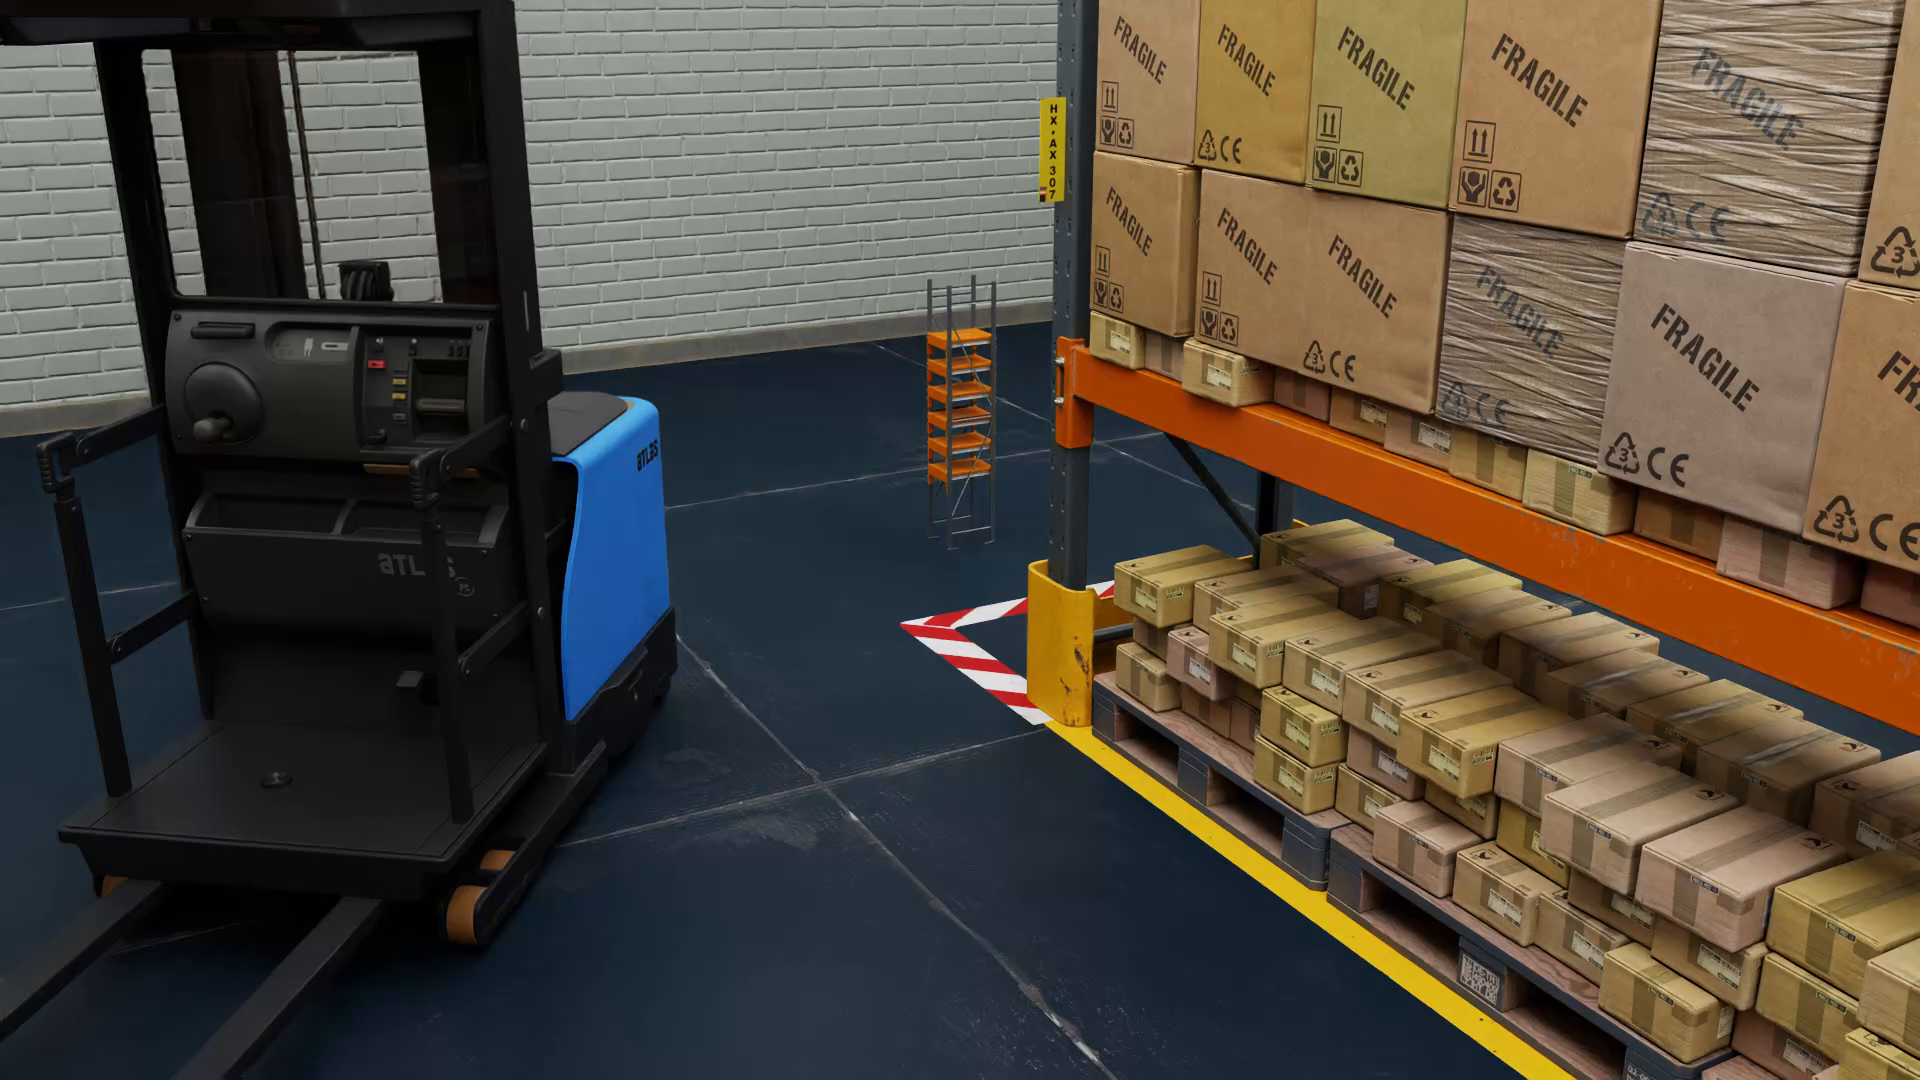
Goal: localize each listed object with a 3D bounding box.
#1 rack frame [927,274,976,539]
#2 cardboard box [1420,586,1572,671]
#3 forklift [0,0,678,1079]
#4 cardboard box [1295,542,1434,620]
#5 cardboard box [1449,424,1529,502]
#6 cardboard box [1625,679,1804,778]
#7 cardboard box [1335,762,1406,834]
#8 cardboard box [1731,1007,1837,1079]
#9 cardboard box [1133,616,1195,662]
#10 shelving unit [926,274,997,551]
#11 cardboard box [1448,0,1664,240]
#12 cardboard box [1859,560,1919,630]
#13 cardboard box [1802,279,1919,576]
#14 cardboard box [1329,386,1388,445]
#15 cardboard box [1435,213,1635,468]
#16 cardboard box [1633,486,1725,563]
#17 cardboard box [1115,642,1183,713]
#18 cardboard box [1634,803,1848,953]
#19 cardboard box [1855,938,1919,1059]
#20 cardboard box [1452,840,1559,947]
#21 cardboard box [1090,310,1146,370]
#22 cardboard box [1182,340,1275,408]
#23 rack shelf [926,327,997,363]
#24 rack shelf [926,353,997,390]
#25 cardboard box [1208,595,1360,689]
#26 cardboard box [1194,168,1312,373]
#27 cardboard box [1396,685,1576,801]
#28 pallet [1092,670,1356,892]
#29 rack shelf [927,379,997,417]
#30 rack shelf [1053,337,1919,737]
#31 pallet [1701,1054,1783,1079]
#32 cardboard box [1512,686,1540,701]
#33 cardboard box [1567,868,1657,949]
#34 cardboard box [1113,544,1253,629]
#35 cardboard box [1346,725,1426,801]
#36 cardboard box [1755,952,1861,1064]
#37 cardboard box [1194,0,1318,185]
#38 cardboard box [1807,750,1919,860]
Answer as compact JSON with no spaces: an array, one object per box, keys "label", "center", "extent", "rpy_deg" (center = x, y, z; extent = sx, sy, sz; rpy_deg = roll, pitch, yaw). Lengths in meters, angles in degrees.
[{"label":"rack frame","center":[-0.037,-0.589,7.500],"extent":[0.240,1.200,0.006],"rpy_deg":[-10,21,-27]},{"label":"cardboard box","center":[1.621,0.278,5.043],"extent":[0.380,0.149,0.250],"rpy_deg":[-11,22,-29]},{"label":"forklift","center":[-1.760,-0.417,4.347],"extent":[1.130,2.935,3.031],"rpy_deg":[3,19,8]},{"label":"cardboard box","center":[1.319,0.139,5.445],"extent":[0.380,0.149,0.250],"rpy_deg":[-10,21,-26]},{"label":"cardboard box","center":[1.427,-0.220,4.057],"extent":[0.380,0.149,0.250],"rpy_deg":[-9,21,-25]},{"label":"cardboard box","center":[1.975,0.510,4.370],"extent":[0.380,0.149,0.250],"rpy_deg":[-10,21,-26]},{"label":"cardboard box","center":[1.293,0.708,4.709],"extent":[0.380,0.149,0.250],"rpy_deg":[-10,21,-27]},{"label":"cardboard box","center":[1.939,1.067,3.668],"extent":[0.380,0.149,0.250],"rpy_deg":[-11,22,-28]},{"label":"cardboard box","center":[0.799,0.276,5.504],"extent":[0.380,0.149,0.250],"rpy_deg":[-9,21,-24]},{"label":"shelving unit","center":[0.007,-0.563,7.424],"extent":[0.258,1.200,0.189],"rpy_deg":[-10,21,-27]},{"label":"cardboard box","center":[1.473,-0.971,3.705],"extent":[0.500,0.500,0.500],"rpy_deg":[-11,22,-28]},{"label":"cardboard box","center":[1.979,0.071,3.213],"extent":[0.380,0.149,0.250],"rpy_deg":[-11,22,-28]},{"label":"cardboard box","center":[1.952,-0.207,3.023],"extent":[0.500,0.500,0.500],"rpy_deg":[-11,22,-28]},{"label":"cardboard box","center":[1.230,-0.373,4.500],"extent":[0.380,0.149,0.250],"rpy_deg":[-10,22,-27]},{"label":"cardboard box","center":[1.492,-0.501,3.877],"extent":[0.500,0.500,0.500],"rpy_deg":[-11,22,-28]},{"label":"cardboard box","center":[1.711,-0.077,3.642],"extent":[0.380,0.149,0.250],"rpy_deg":[-10,22,-27]},{"label":"cardboard box","center":[0.743,0.426,5.524],"extent":[0.380,0.149,0.250],"rpy_deg":[-10,21,-26]},{"label":"cardboard box","center":[1.732,0.744,3.692],"extent":[0.380,0.149,0.250],"rpy_deg":[-11,22,-29]},{"label":"cardboard box","center":[1.997,0.894,3.257],"extent":[0.380,0.149,0.250],"rpy_deg":[-10,22,-27]},{"label":"cardboard box","center":[1.489,0.868,4.243],"extent":[0.380,0.149,0.250],"rpy_deg":[-10,21,-27]},{"label":"cardboard box","center":[0.641,-0.660,5.332],"extent":[0.380,0.149,0.250],"rpy_deg":[-10,21,-27]},{"label":"cardboard box","center":[0.879,-0.508,4.891],"extent":[0.380,0.149,0.250],"rpy_deg":[-11,22,-28]},{"label":"rack shelf","center":[0.007,-0.861,7.321],"extent":[0.258,0.103,0.180],"rpy_deg":[-10,21,-27]},{"label":"rack shelf","center":[0.007,-0.748,7.360],"extent":[0.258,0.103,0.180],"rpy_deg":[-10,21,-27]},{"label":"cardboard box","center":[0.970,0.301,4.976],"extent":[0.380,0.149,0.250],"rpy_deg":[-10,21,-27]},{"label":"cardboard box","center":[1.023,-0.789,4.711],"extent":[0.500,0.500,0.500],"rpy_deg":[-10,21,-27]},{"label":"cardboard box","center":[1.368,0.523,4.332],"extent":[0.380,0.149,0.250],"rpy_deg":[-10,21,-26]},{"label":"pallet","center":[1.167,0.656,5.407],"extent":[1.003,0.211,1.213],"rpy_deg":[-10,21,-27]},{"label":"rack shelf","center":[0.007,-0.634,7.399],"extent":[0.258,0.103,0.180],"rpy_deg":[-10,21,-27]},{"label":"rack shelf","center":[1.726,-0.009,4.161],"extent":[1.077,0.370,4.000],"rpy_deg":[-10,21,-27]},{"label":"pallet","center":[2.325,1.356,3.377],"extent":[1.003,0.211,1.213],"rpy_deg":[-10,21,-27]},{"label":"cardboard box","center":[1.783,0.489,4.888],"extent":[0.380,0.149,0.250],"rpy_deg":[-10,21,-26]},{"label":"cardboard box","center":[1.683,0.805,3.969],"extent":[0.380,0.149,0.250],"rpy_deg":[-11,22,-29]},{"label":"cardboard box","center":[0.726,0.148,5.418],"extent":[0.380,0.149,0.250],"rpy_deg":[-11,22,-29]},{"label":"cardboard box","center":[1.309,0.572,4.647],"extent":[0.380,0.149,0.250],"rpy_deg":[-11,22,-29]},{"label":"cardboard box","center":[1.931,0.956,3.534],"extent":[0.380,0.149,0.250],"rpy_deg":[-10,21,-26]},{"label":"cardboard box","center":[1.001,-1.270,4.570],"extent":[0.500,0.500,0.500],"rpy_deg":[-9,21,-25]},{"label":"cardboard box","center":[2.259,0.652,3.958],"extent":[0.380,0.149,0.250],"rpy_deg":[-9,21,-26]}]
